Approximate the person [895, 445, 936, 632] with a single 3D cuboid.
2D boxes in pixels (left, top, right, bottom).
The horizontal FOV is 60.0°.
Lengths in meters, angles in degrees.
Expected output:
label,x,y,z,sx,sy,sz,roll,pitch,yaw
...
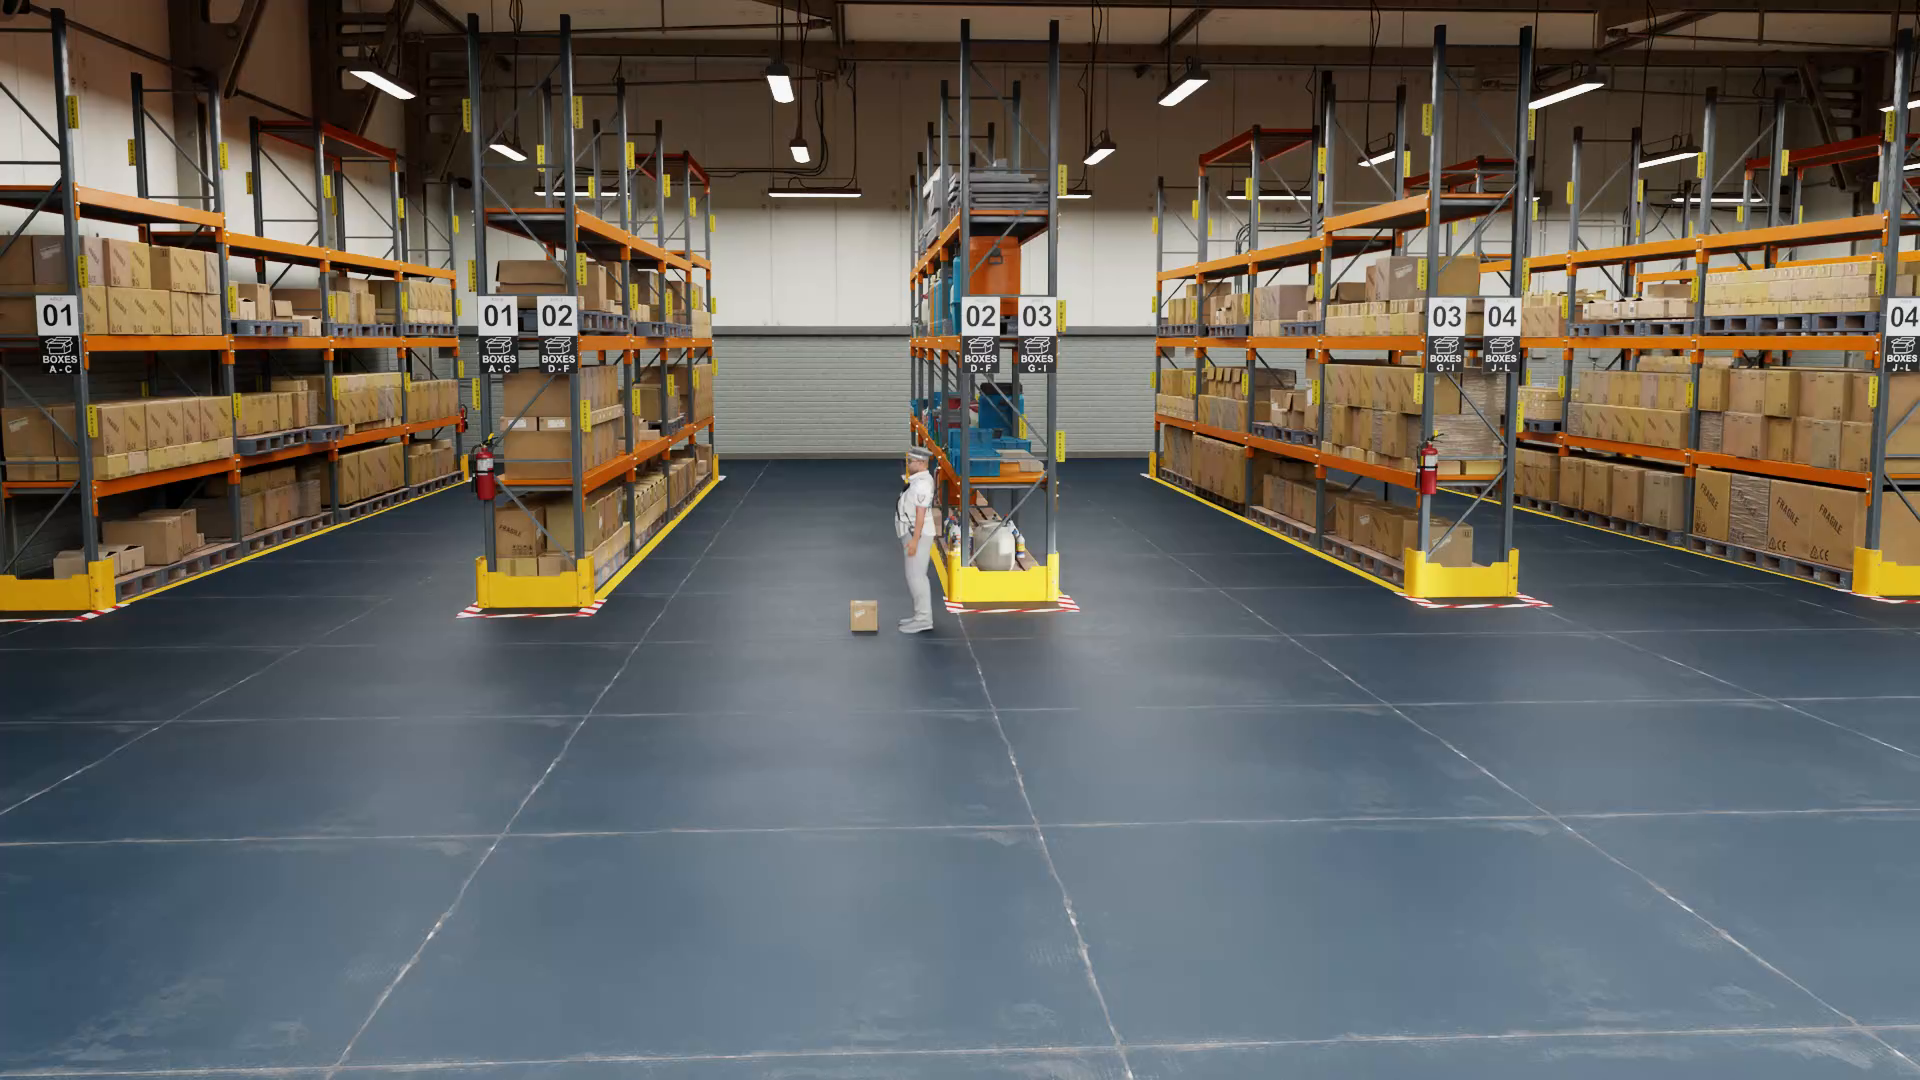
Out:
label,x,y,z,sx,sy,sz,roll,pitch,yaw
person,-0.424,-0.022,15.886,0.394,1.765,0.525,0,7,-2
